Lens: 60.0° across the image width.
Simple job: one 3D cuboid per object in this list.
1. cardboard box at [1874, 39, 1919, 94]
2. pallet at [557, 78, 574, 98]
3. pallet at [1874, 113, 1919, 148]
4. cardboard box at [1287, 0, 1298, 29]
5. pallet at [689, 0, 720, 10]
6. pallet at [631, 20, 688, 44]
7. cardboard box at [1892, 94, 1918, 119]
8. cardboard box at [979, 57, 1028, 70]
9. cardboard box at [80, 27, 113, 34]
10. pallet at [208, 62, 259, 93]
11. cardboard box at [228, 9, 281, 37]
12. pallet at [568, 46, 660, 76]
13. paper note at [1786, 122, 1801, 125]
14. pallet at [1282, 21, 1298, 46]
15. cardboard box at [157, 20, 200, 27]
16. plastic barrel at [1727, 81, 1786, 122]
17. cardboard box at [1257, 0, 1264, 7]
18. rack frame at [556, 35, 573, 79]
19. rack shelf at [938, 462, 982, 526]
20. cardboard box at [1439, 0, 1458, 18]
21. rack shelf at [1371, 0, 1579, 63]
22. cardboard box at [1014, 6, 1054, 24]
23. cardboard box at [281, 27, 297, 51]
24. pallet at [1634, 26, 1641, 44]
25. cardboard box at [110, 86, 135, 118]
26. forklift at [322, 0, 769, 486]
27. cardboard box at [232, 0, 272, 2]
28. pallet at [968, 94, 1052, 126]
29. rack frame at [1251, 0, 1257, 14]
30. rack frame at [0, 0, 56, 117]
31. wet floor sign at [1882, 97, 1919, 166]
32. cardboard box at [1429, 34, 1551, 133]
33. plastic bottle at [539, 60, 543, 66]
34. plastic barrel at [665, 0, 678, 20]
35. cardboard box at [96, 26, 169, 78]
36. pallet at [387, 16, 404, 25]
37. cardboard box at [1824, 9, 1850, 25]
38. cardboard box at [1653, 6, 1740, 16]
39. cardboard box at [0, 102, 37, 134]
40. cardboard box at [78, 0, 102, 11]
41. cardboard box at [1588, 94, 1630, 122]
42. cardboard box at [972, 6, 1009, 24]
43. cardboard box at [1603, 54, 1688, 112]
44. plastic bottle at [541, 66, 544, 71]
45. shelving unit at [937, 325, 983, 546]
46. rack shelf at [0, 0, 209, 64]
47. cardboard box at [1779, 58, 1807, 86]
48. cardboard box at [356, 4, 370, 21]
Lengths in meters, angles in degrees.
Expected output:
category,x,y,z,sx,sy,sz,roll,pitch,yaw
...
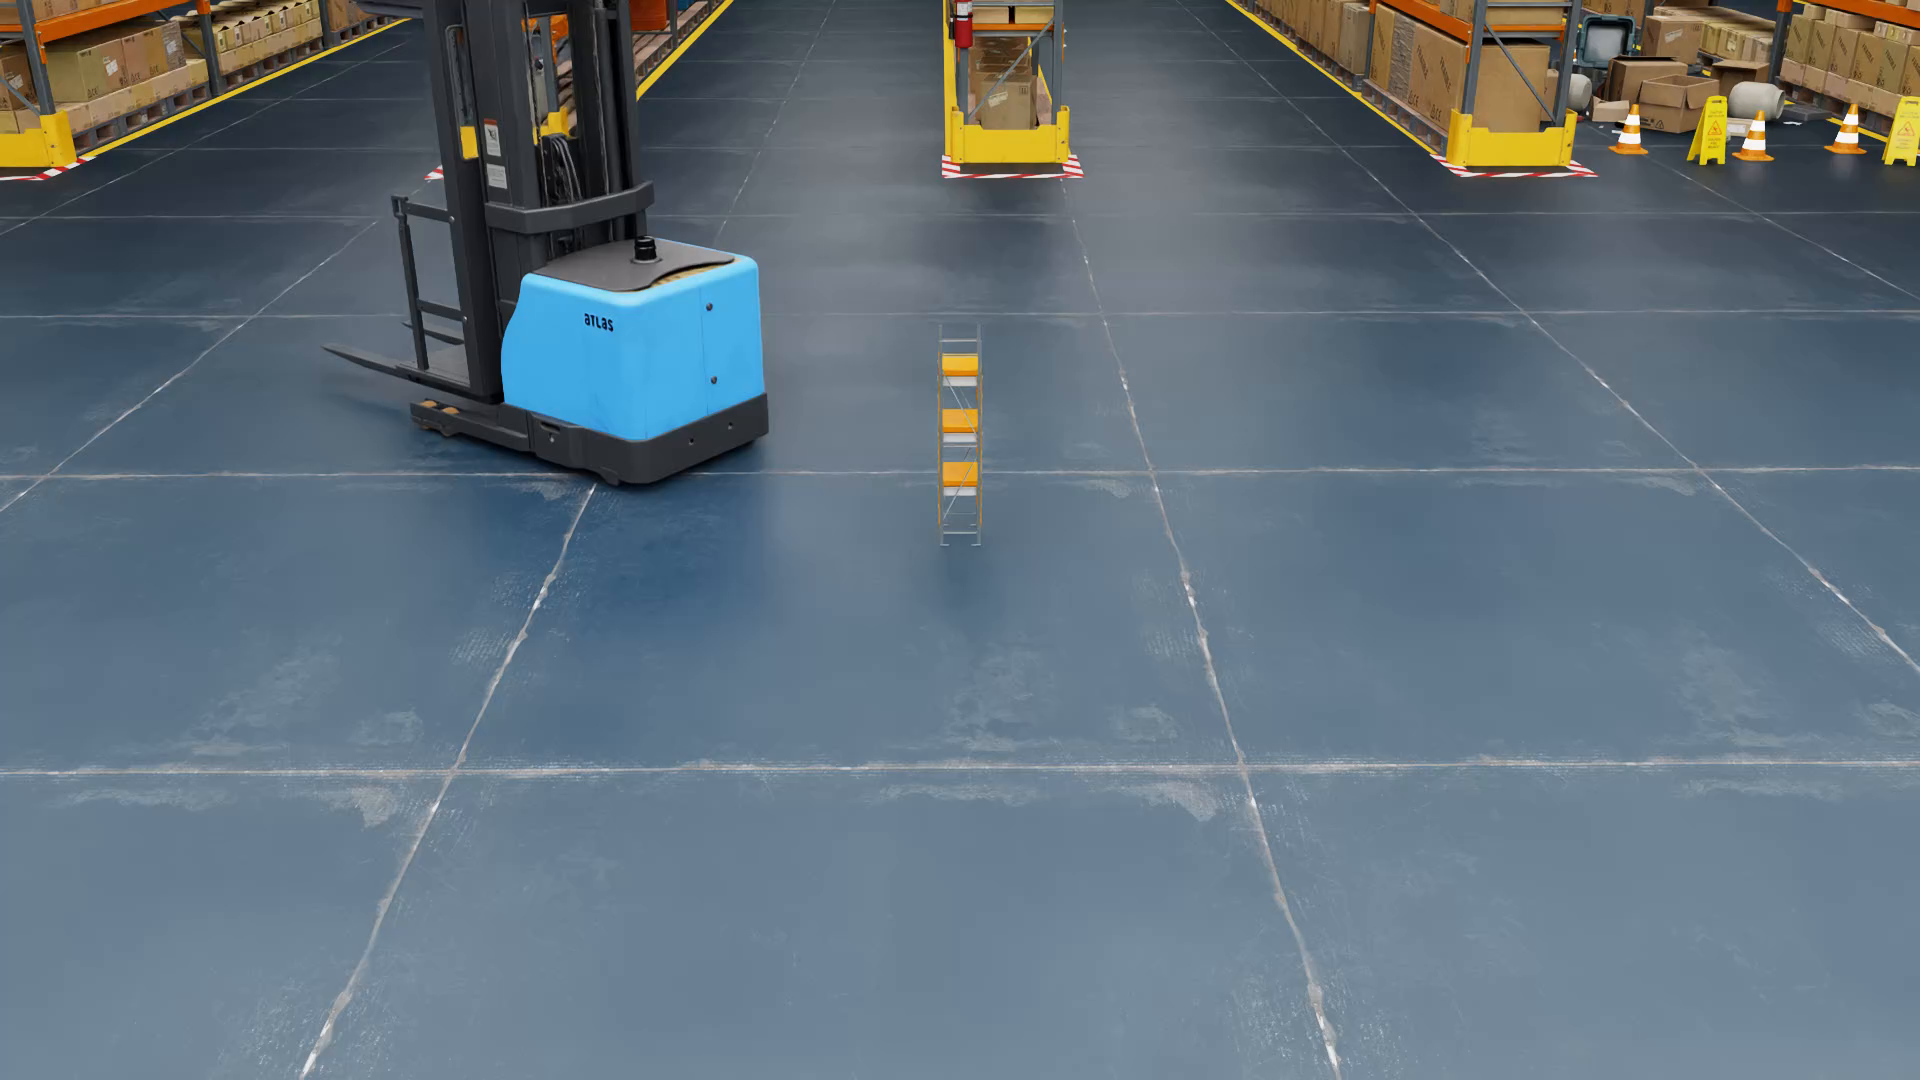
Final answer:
category,x,y,z,sx,sy,sz,roll,pitch,yaw
cardboard box,10.124,-5.027,17.643,0.500,0.500,0.500,1,24,1
pallet,-4.538,-5.237,19.574,1.003,0.211,1.213,0,24,-1
pallet,10.428,-4.299,17.499,1.003,0.211,1.213,0,24,-1
cardboard box,5.098,-7.758,24.288,0.500,0.500,0.500,0,24,-1
pallet,-4.637,-9.113,28.144,1.003,0.211,1.213,0,24,-1
pallet,-4.597,-7.487,24.548,1.003,0.211,1.213,0,24,-1
cardboard box,10.124,-4.484,17.350,0.500,0.250,0.500,0,24,-1
cardboard box,0.474,-4.973,18.129,0.500,0.500,0.500,2,24,4
cardboard box,-9.753,-5.440,18.554,0.500,0.500,0.500,0,24,-1
pallet,-9.503,-5.797,20.811,1.003,0.211,1.213,0,24,-1
cardboard box,-9.230,-6.763,21.710,0.500,0.311,0.500,0,24,1
pallet,-4.567,-6.342,22.015,1.003,0.211,1.213,0,24,-1
paper note,9.247,-4.633,18.456,0.142,0.019,0.148,-9,26,-19
pallet,5.360,-7.487,24.549,1.003,0.211,1.213,0,24,-1
cardboard box,-9.759,-6.338,20.770,0.500,0.311,0.500,0,24,1
plastic barrel,8.866,-4.874,18.512,0.512,0.421,0.421,19,30,35
cardboard box,5.066,-8.831,26.659,0.500,0.500,0.500,1,24,1
rack frame,-4.503,-6.785,19.611,1.000,3.000,0.127,0,24,-1
rack shelf,-0.001,-0.238,8.201,0.215,0.259,0.240,0,24,-1
cardboard box,5.377,-5.587,16.781,0.875,0.550,0.550,0,24,-1
rack shelf,5.432,-5.636,17.944,1.077,0.370,4.000,0,24,-1
cardboard box,0.728,-5.163,16.330,0.380,0.149,0.250,0,24,-1
cardboard box,-9.239,-6.715,22.285,0.500,0.250,0.500,0,24,1
pallet,10.382,-7.554,24.697,1.003,0.211,1.213,0,24,-1
cardboard box,-9.210,-4.688,17.803,0.500,0.250,0.500,0,24,-1
forklift,-2.573,-2.088,9.310,3.031,2.935,1.130,17,29,32
cardboard box,-9.788,-7.389,23.094,0.500,0.311,0.500,1,24,1
pallet,0.508,-4.756,18.509,1.003,0.211,1.213,0,24,-1
rack frame,5.323,-10.084,26.906,1.000,3.000,0.127,0,24,-1
rack frame,-9.413,-5.116,15.921,1.000,3.000,0.127,0,24,-1
wet floor sign,9.335,-4.047,16.416,0.267,0.644,0.232,8,26,18
cardboard box,5.380,-4.642,16.942,0.875,0.875,0.875,0,24,0
plastic bottle,-4.907,-5.478,19.493,0.152,0.276,0.135,1,24,1
plastic barrel,-4.582,-8.192,25.141,0.600,0.588,0.708,0,24,-1
cardboard box,-9.230,-5.442,18.560,0.500,0.500,0.500,0,24,-1
pallet,-9.497,-8.455,26.688,1.003,0.211,1.213,0,24,-1
cardboard box,10.044,-5.919,18.828,0.380,0.149,0.250,1,24,1
cardboard box,10.311,-7.261,23.343,0.950,0.372,0.625,-2,24,-4
cardboard box,-9.714,-4.274,16.887,0.500,0.250,0.500,0,24,-1
cardboard box,-9.415,-5.775,17.257,0.700,0.500,0.500,0,24,0
cardboard box,7.271,-4.842,18.633,0.396,0.266,0.258,4,25,9
cardboard box,0.284,-5.161,16.326,0.380,0.149,0.250,0,24,-1
cardboard box,7.833,-5.225,19.028,0.797,0.637,0.503,0,24,-1
plastic bottle,-4.787,-5.348,19.212,0.097,0.271,0.097,0,24,0
shelving unit,-0.001,-0.500,8.082,0.215,1.050,0.252,0,24,-1
rack shelf,-9.434,-5.612,17.892,1.077,0.370,4.000,0,24,-1
cardboard box,10.095,-5.546,19.699,0.500,0.250,0.500,-1,24,-3
cardboard box,-9.231,-8.085,24.986,0.500,0.500,0.500,-1,24,-1
